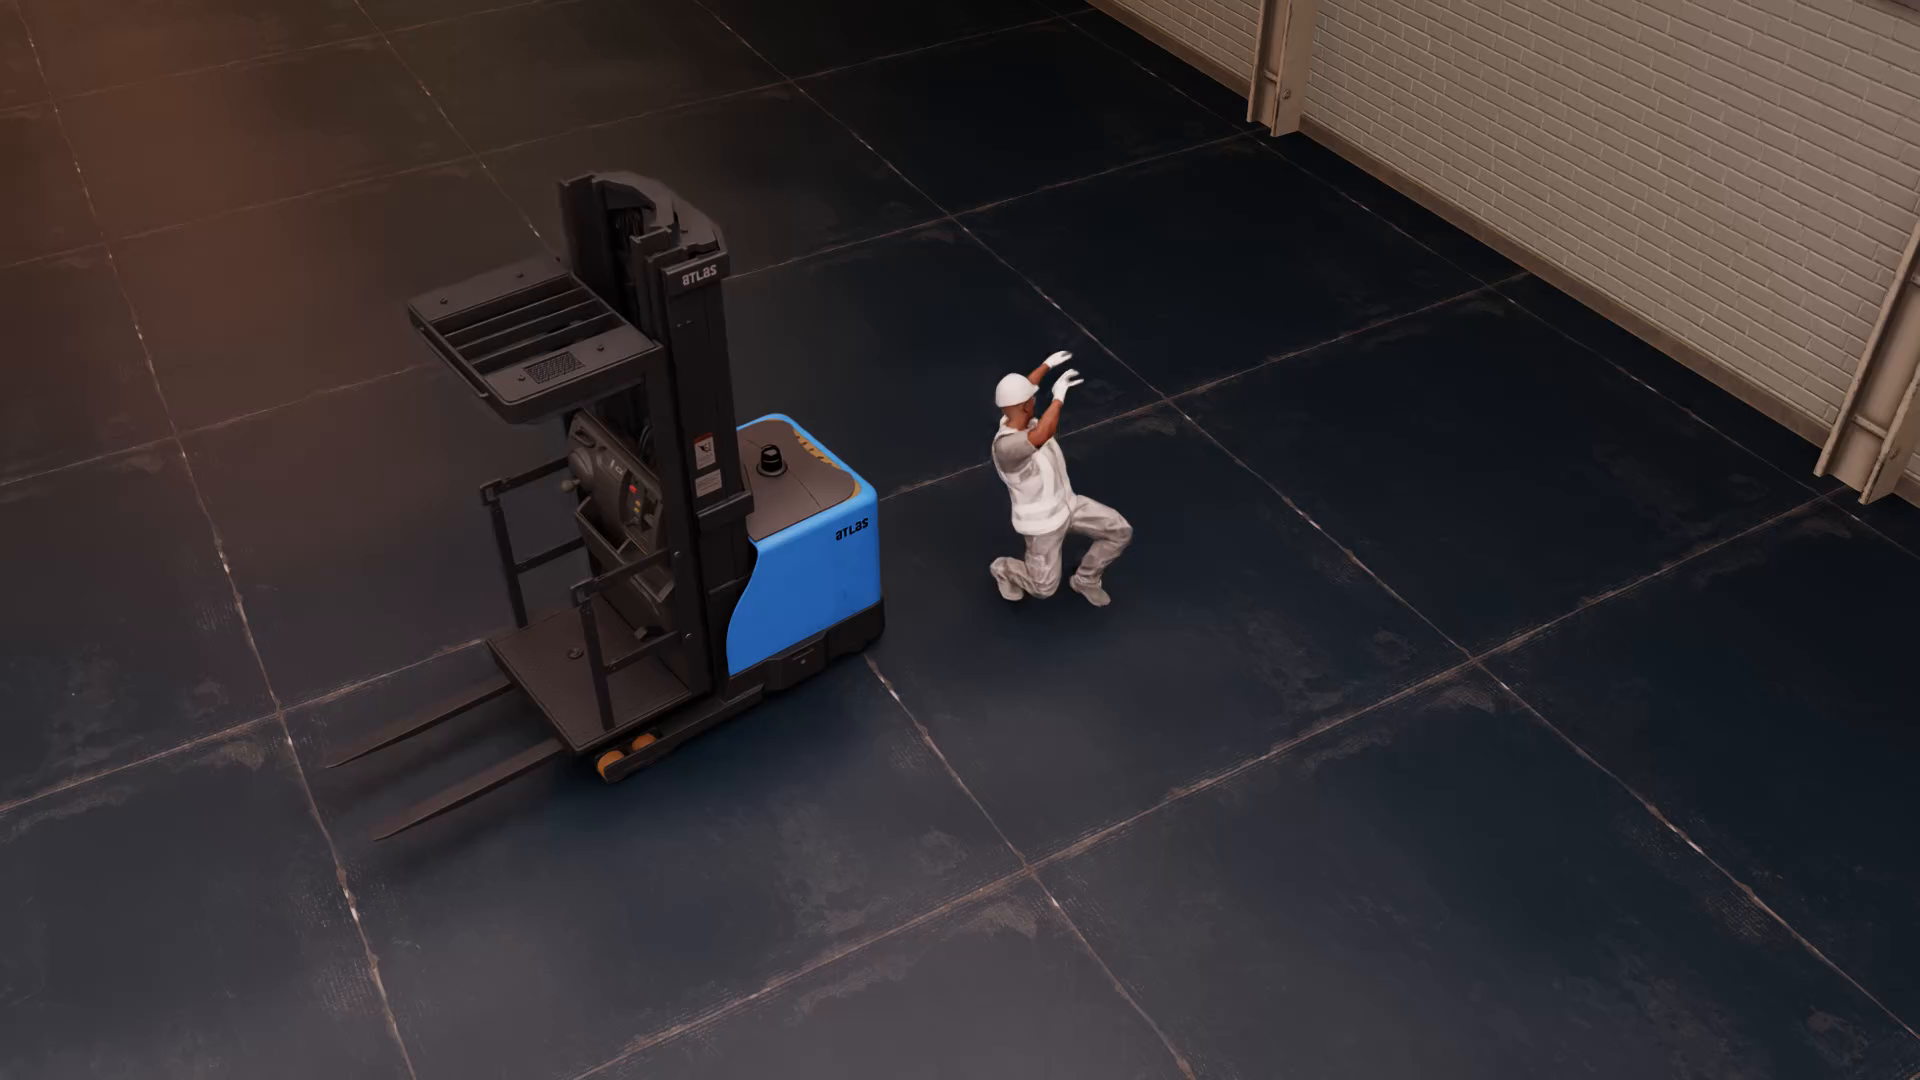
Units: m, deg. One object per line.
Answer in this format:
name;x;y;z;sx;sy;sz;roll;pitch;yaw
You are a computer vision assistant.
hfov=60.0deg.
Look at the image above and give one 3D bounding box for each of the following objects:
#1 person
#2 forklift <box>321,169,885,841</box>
person;0.660;-0.393;9.589;0.866;1.611;1.130;19;43;21
forklift;-1.909;-0.234;8.319;3.031;2.935;1.130;-26;46;-28
